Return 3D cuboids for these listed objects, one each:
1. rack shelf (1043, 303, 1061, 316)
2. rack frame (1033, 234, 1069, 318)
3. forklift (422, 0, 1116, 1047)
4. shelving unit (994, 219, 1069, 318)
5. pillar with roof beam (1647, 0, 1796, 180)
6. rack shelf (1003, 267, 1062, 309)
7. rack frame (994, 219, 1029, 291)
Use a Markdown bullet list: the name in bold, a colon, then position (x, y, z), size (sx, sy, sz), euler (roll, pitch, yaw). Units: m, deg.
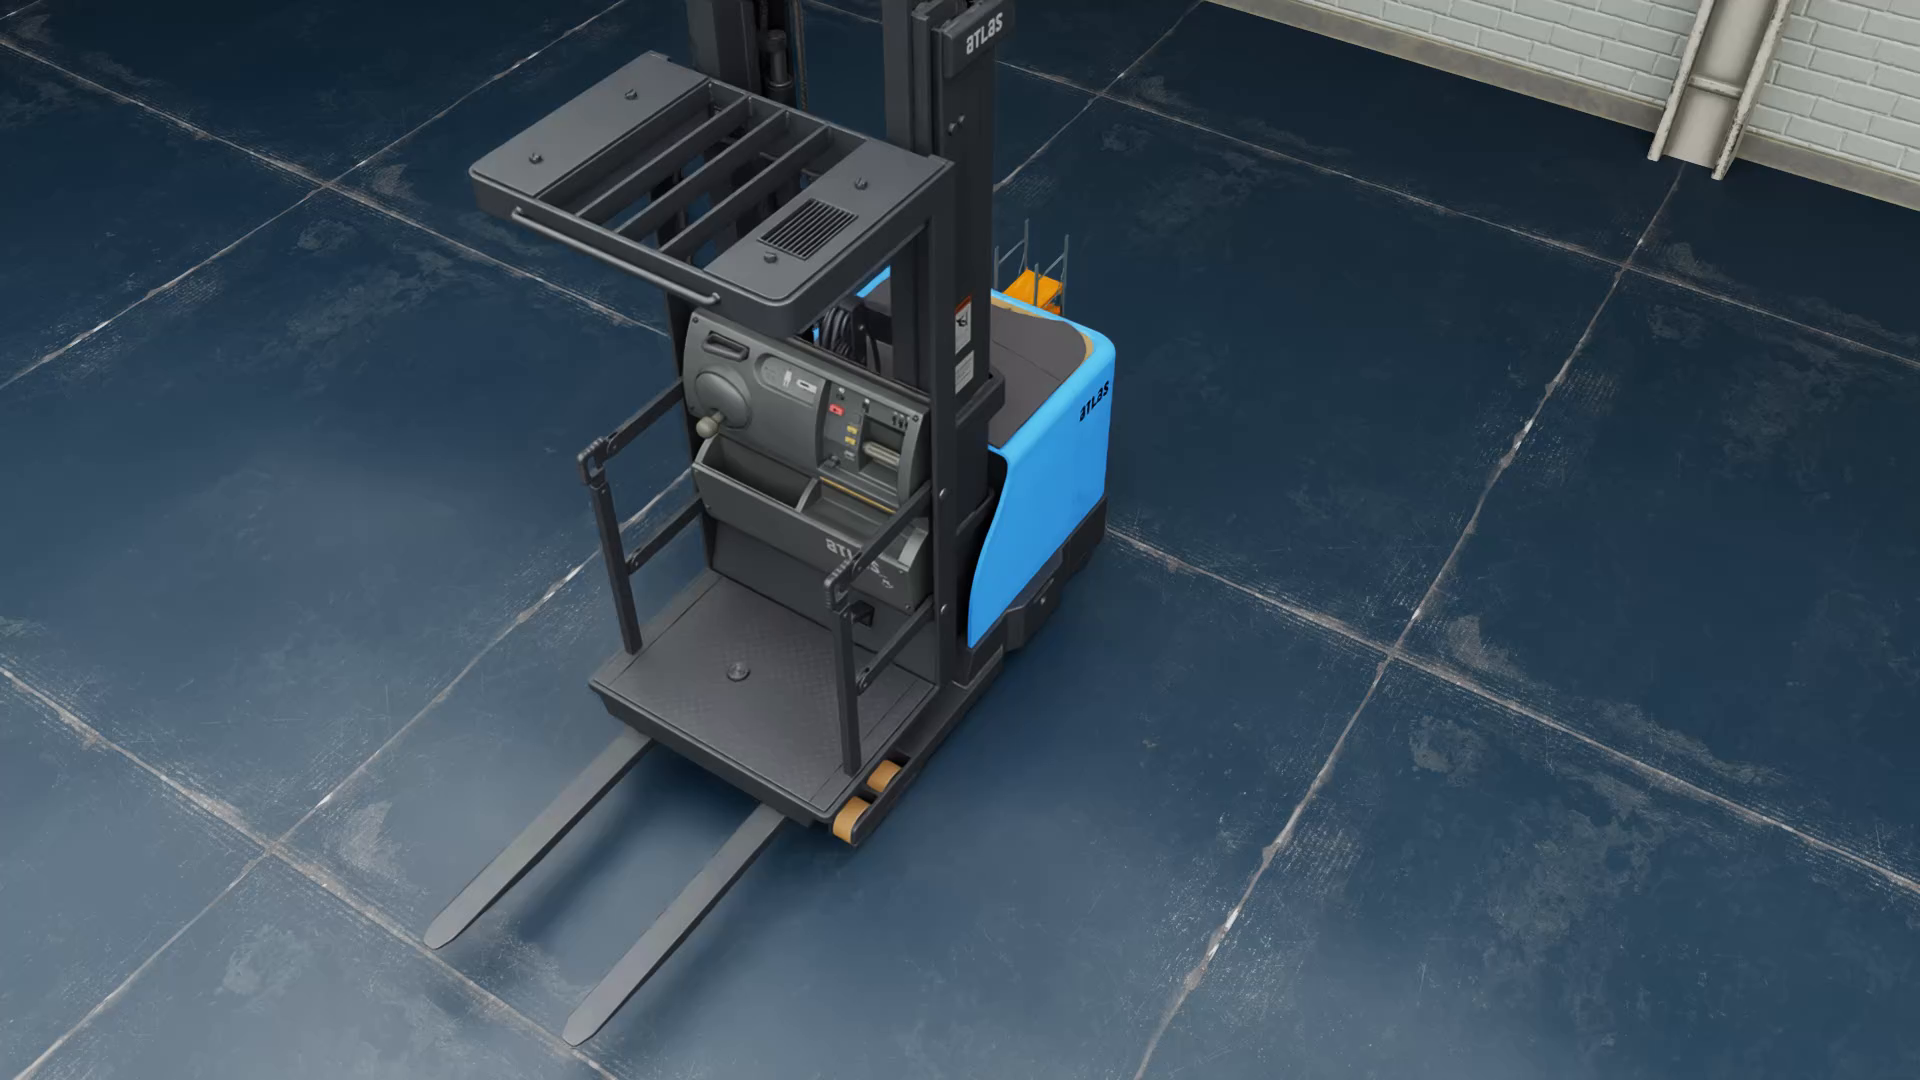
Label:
- **rack shelf**: position (0.276, -0.869, 6.706), size (0.180, 0.103, 0.258), euler (25, 51, 23)
- **rack frame**: position (0.352, -0.696, 6.811), size (0.006, 1.200, 0.240), euler (25, 51, 23)
- **forklift**: position (-0.634, -0.336, 5.254), size (1.130, 2.935, 3.031), euler (25, 51, 23)
- **shelving unit**: position (0.276, -0.732, 6.846), size (0.189, 1.200, 0.258), euler (25, 51, 23)
- **pillar with roof beam**: position (1.632, -2.614, 3.237), size (0.400, 9.000, 9.100), euler (25, 51, 22)
- **rack shelf**: position (0.276, -0.953, 6.621), size (0.180, 0.103, 0.258), euler (25, 51, 23)
- **rack frame**: position (0.199, -0.769, 6.881), size (0.006, 1.200, 0.240), euler (25, 51, 23)
